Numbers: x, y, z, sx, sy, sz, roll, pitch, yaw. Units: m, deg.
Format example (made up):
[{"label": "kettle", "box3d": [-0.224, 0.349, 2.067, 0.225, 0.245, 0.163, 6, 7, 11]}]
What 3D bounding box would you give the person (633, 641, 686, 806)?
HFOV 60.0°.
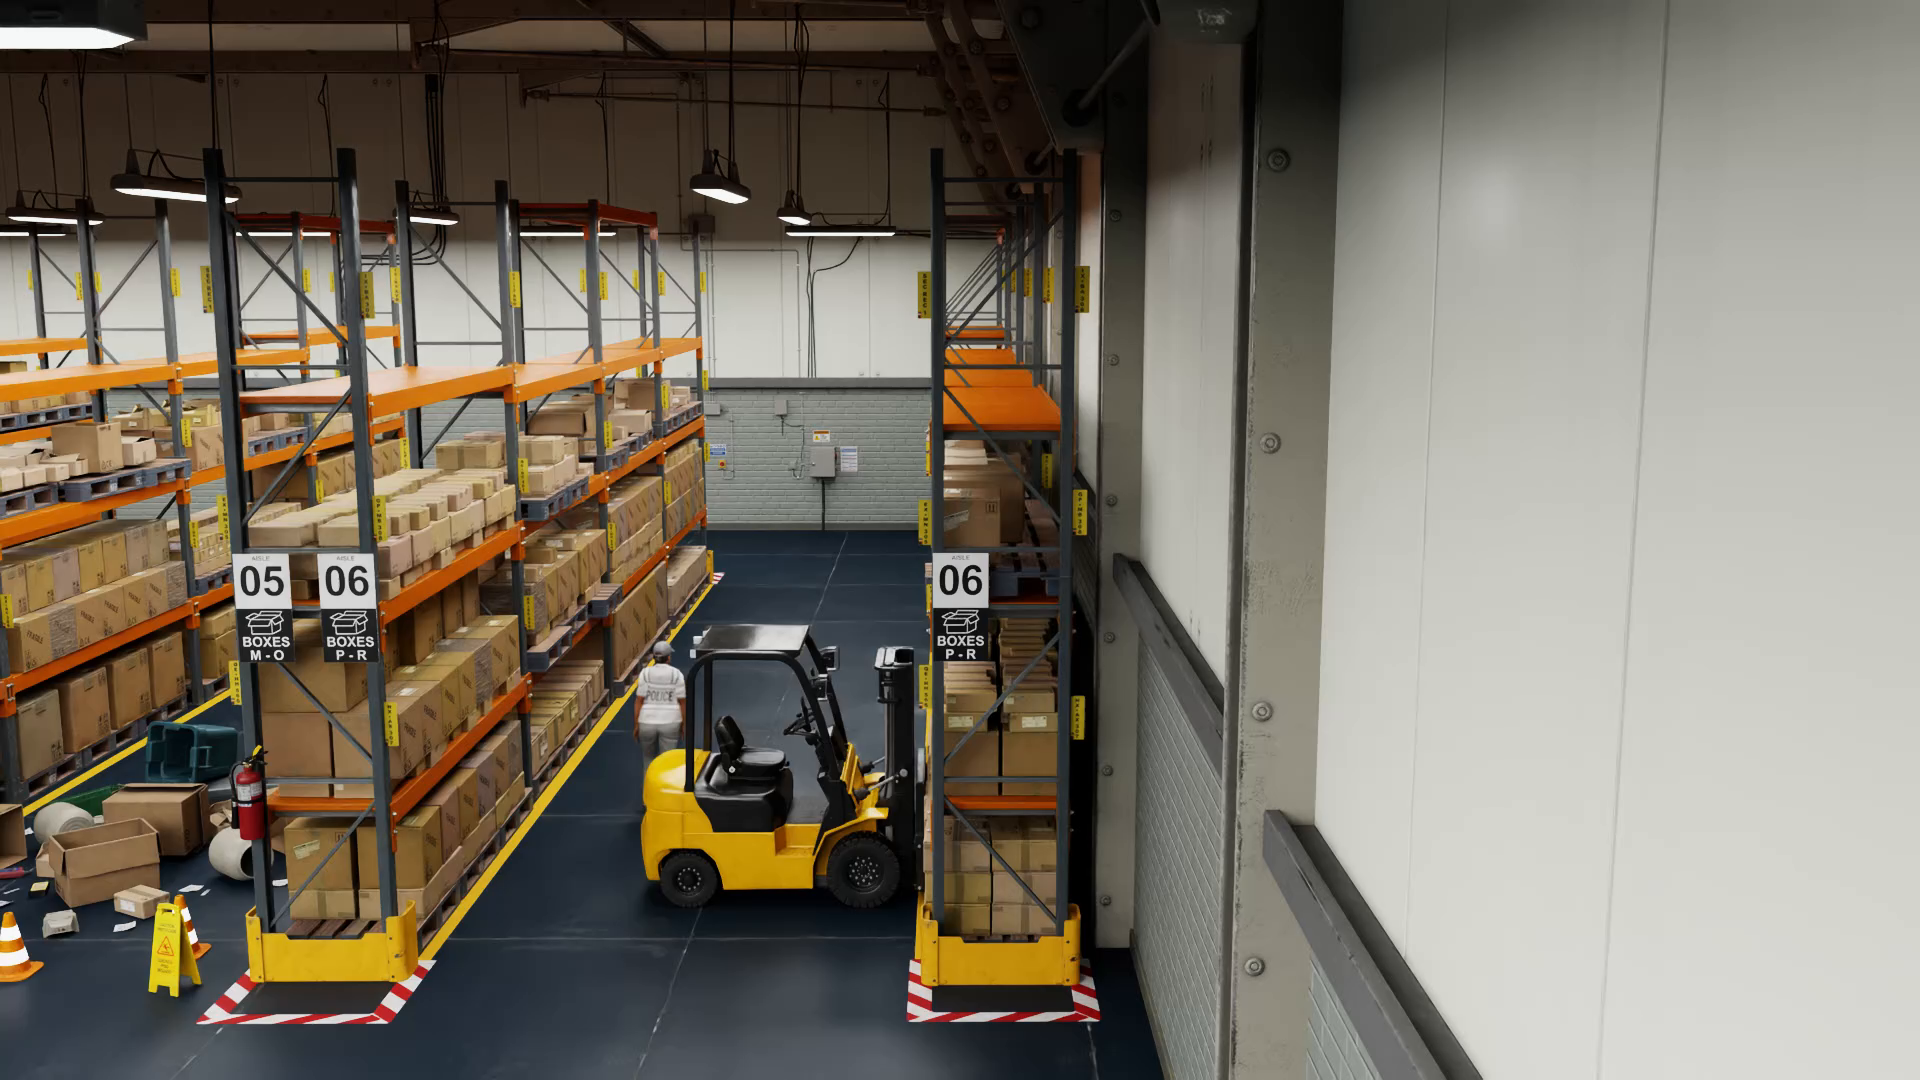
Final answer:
[{"label": "person", "box3d": [-2.880, 1.835, 16.035, 0.515, 1.710, 0.599, -1, 9, -4]}]
